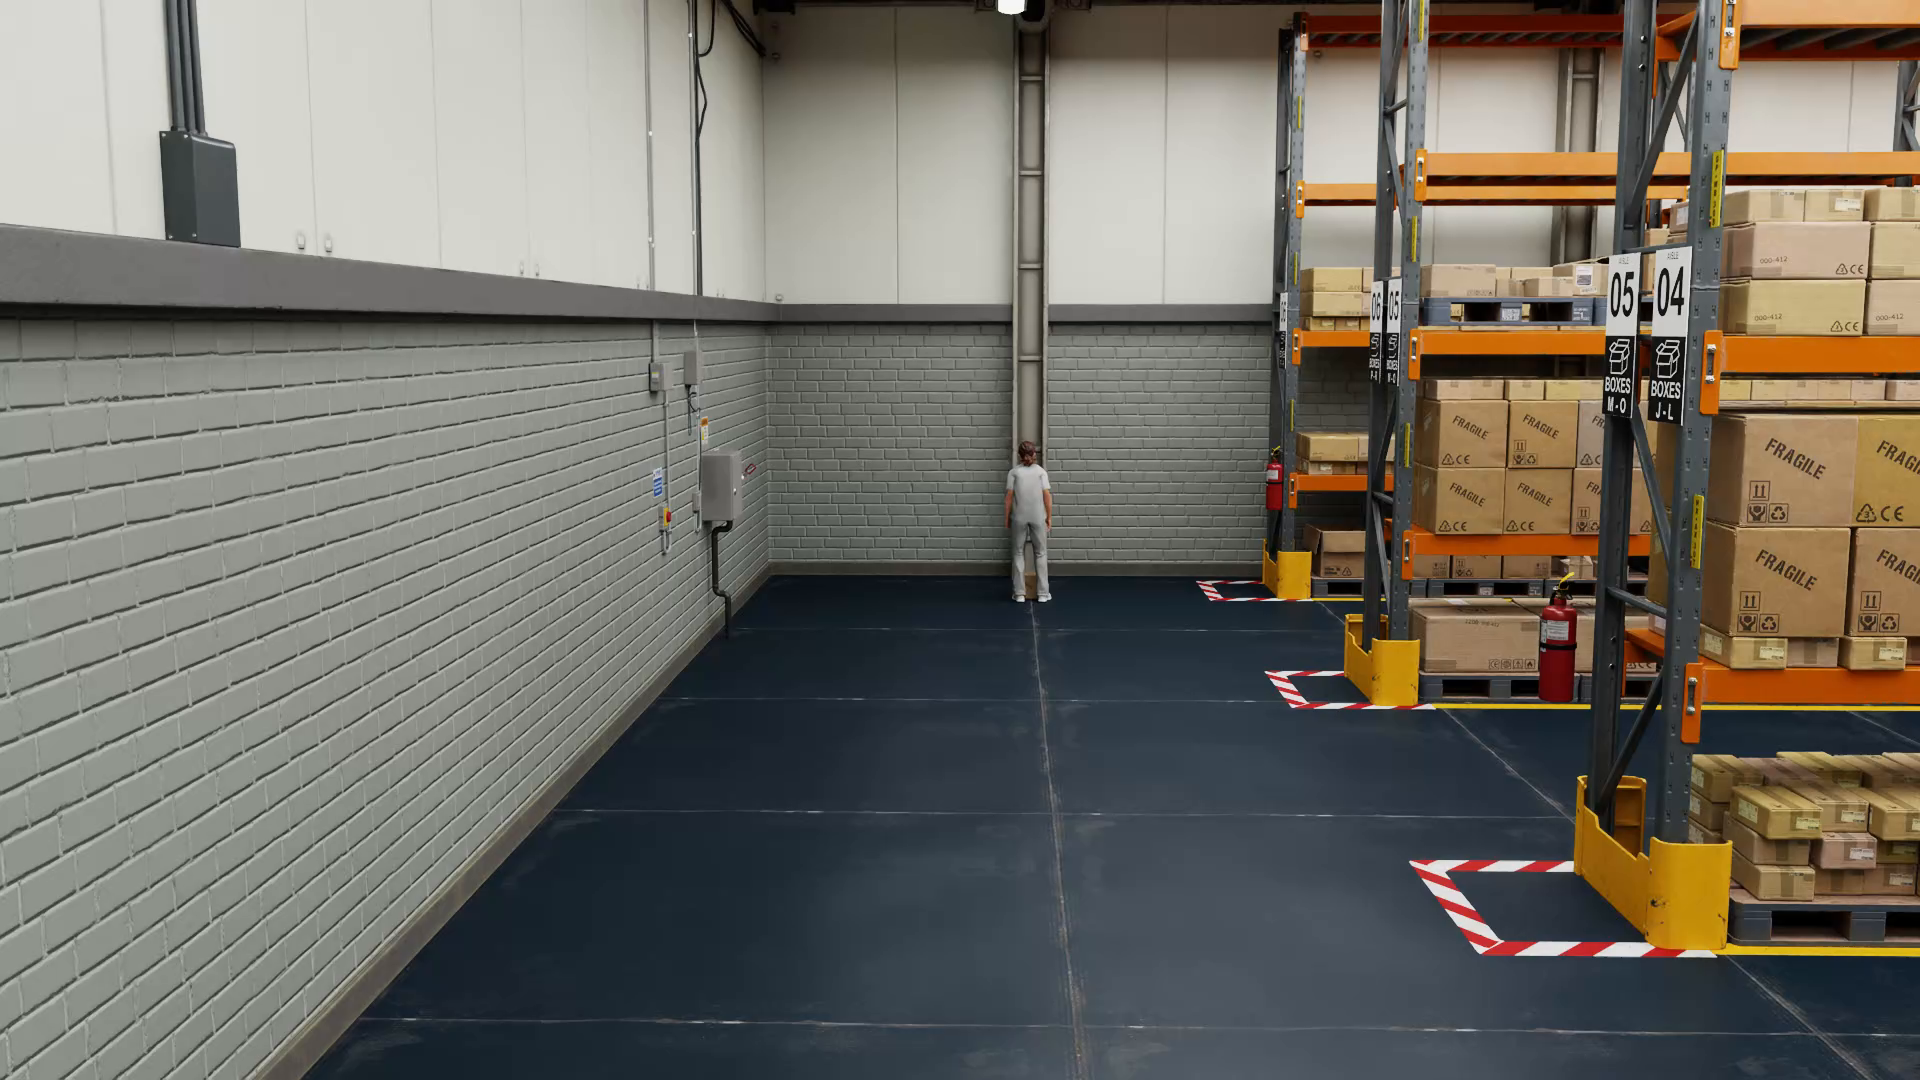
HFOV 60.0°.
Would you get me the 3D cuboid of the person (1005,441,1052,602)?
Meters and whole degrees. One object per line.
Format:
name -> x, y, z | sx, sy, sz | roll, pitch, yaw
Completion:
person -> 0.712, -0.194, 17.294 | 0.495, 1.673, 0.352 | 0, 7, 1
